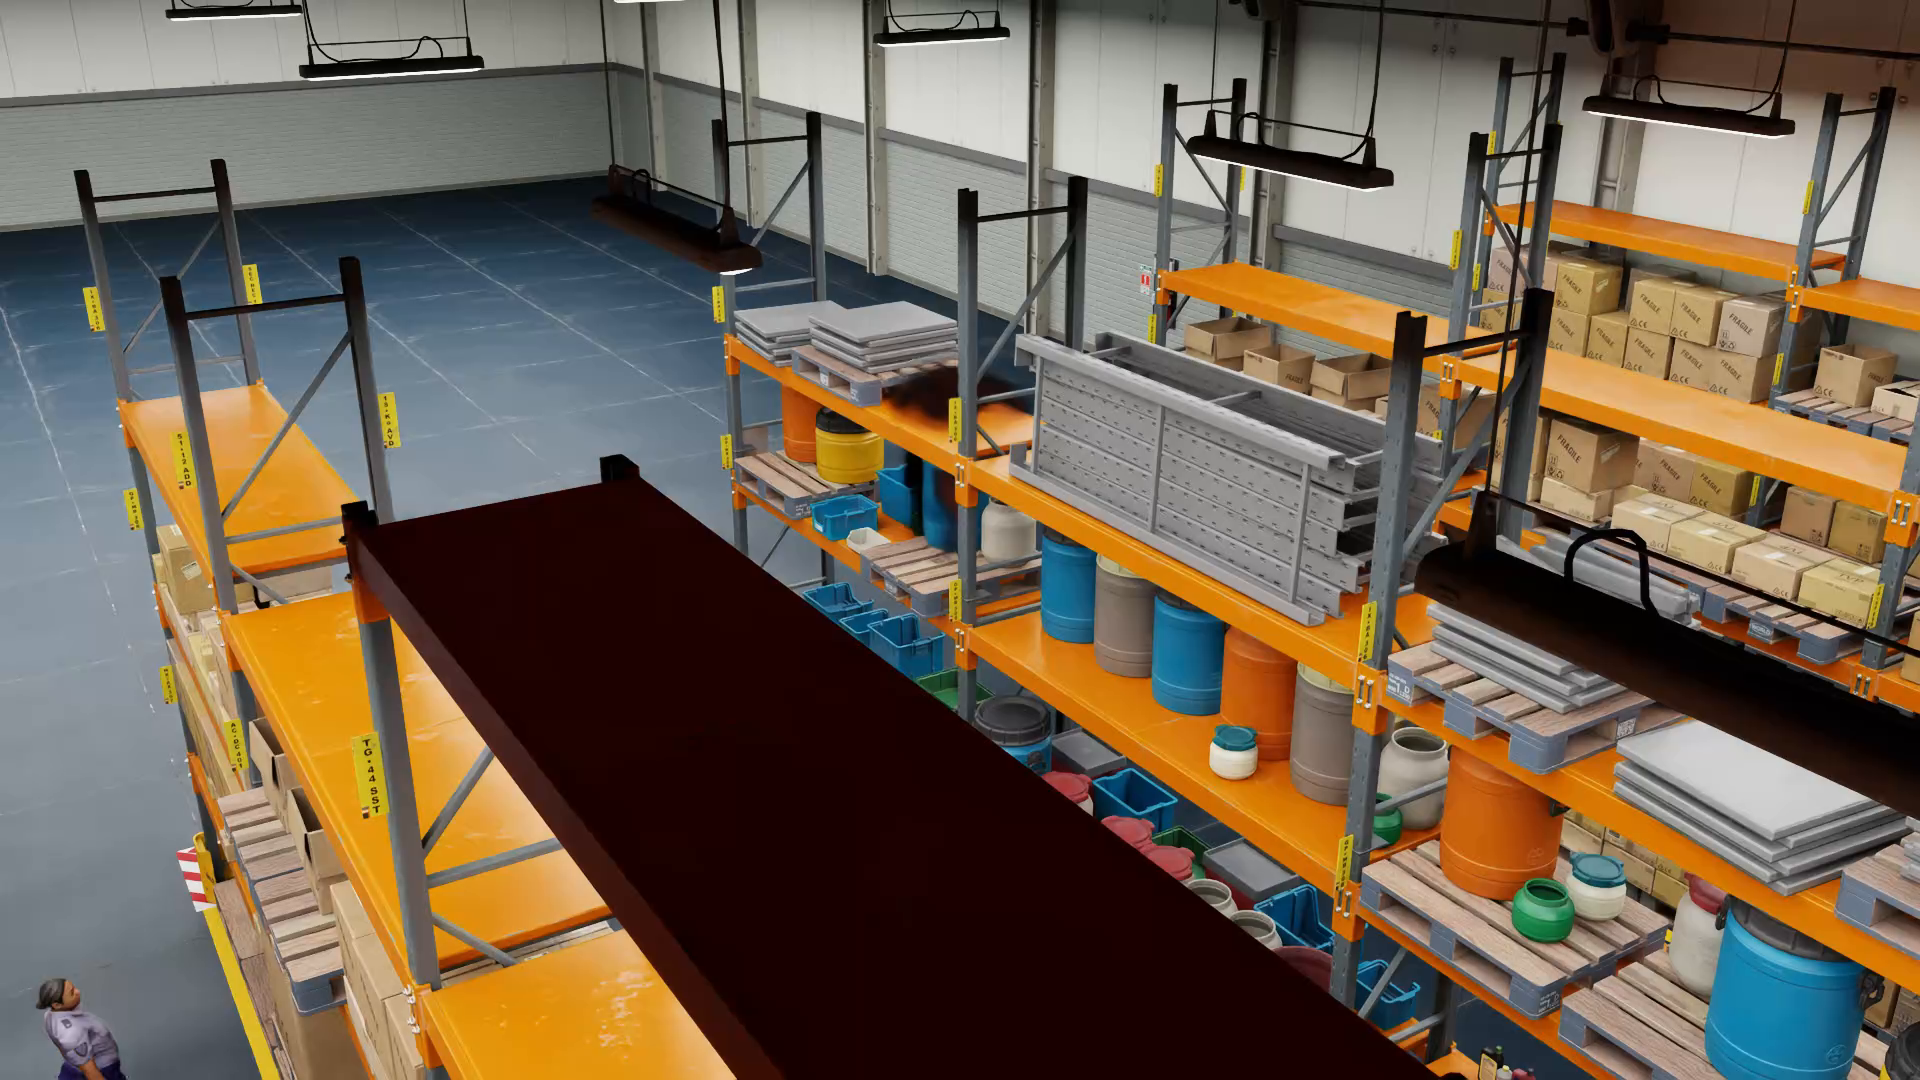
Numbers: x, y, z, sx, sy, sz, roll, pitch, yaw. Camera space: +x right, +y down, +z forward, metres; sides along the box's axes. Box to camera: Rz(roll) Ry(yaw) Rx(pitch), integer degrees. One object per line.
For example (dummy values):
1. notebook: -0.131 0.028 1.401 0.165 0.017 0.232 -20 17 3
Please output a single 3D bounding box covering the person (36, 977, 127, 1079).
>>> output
1. person: -5.519 3.481 10.561 0.635 1.668 0.350 11 24 25
